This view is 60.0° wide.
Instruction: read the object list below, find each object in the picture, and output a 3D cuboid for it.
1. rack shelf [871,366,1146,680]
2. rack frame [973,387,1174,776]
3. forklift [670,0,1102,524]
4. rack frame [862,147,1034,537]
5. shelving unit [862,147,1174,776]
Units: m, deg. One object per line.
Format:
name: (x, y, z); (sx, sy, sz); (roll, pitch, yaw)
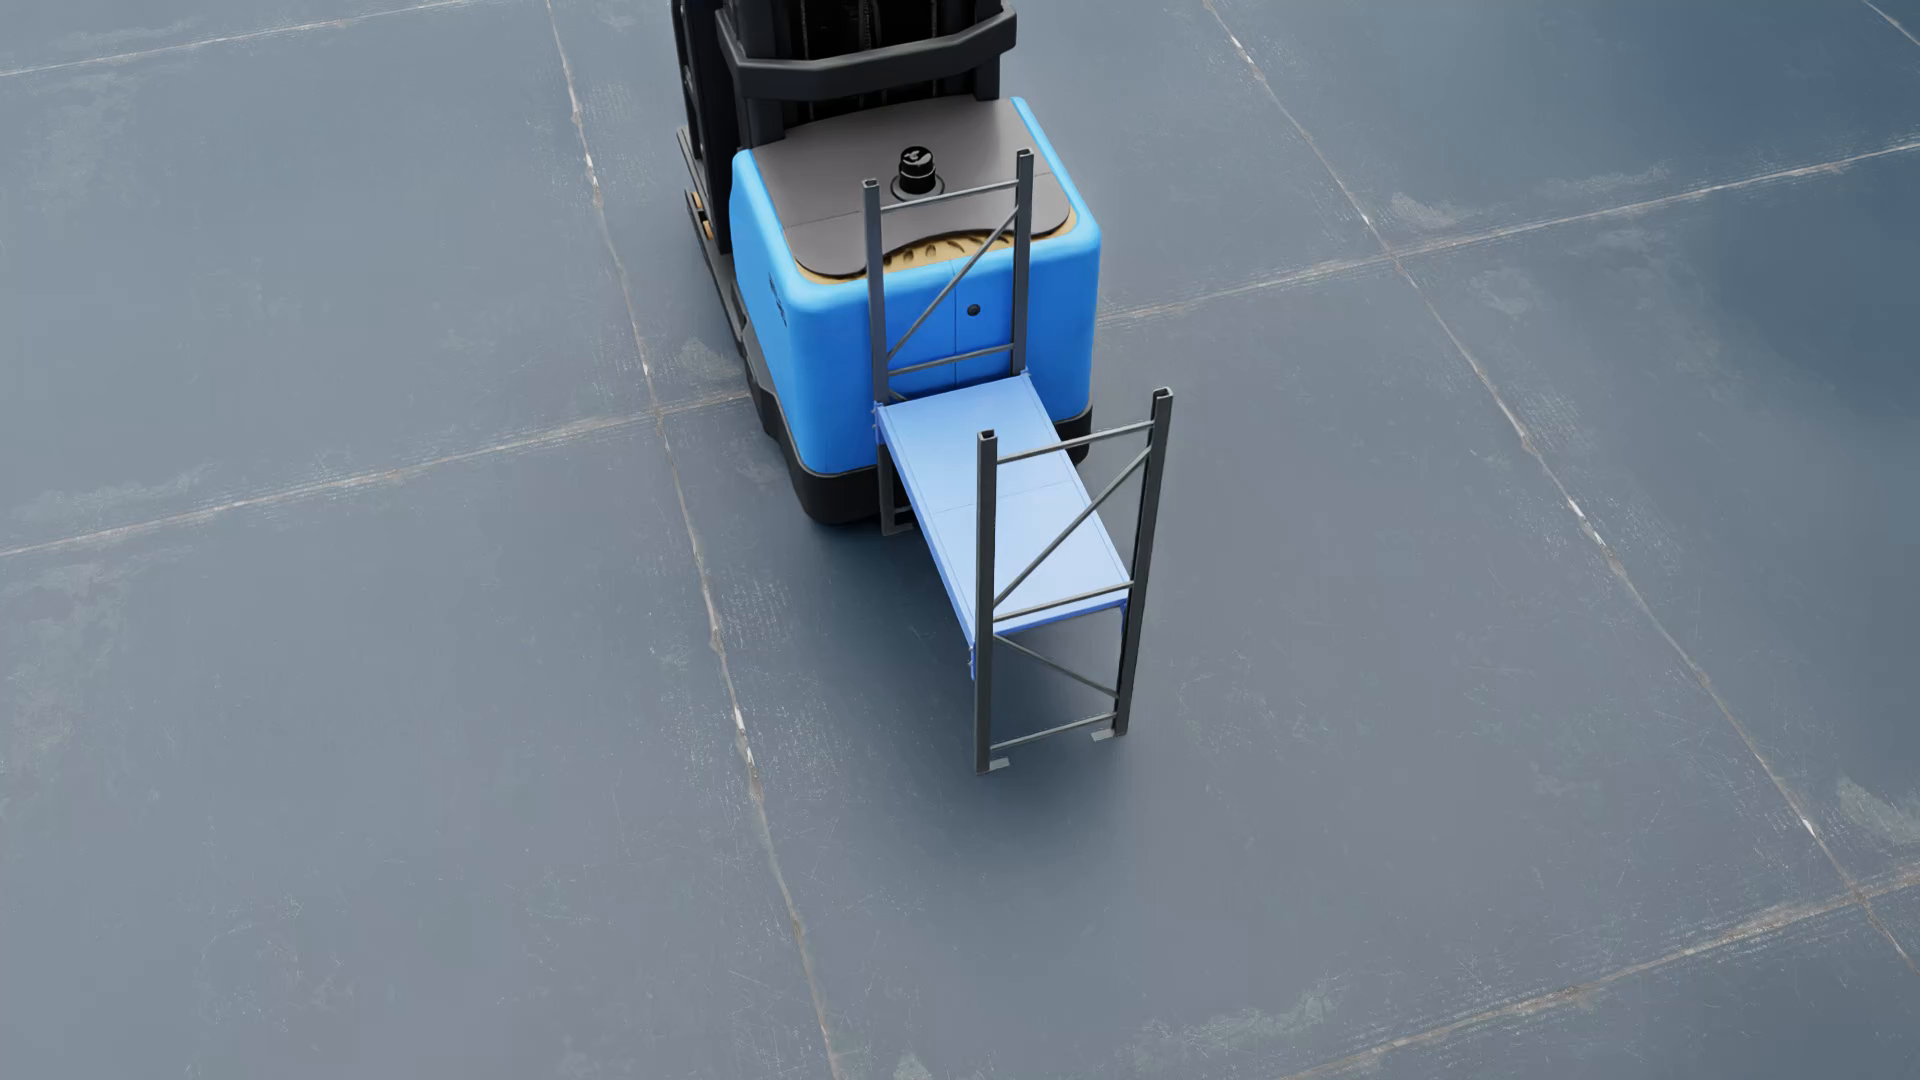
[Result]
rack shelf: (0.126, -0.079, 5.071); (0.538, 0.185, 1.000); (-14, 51, -12)
rack frame: (0.284, 0.175, 4.622); (0.500, 1.500, 0.032); (-14, 51, -12)
forklift: (-0.481, -2.156, 5.651); (1.130, 2.935, 3.031); (-14, 51, -12)
rack frame: (-0.032, -0.564, 5.244); (0.500, 1.500, 0.032); (-14, 51, -12)
shelving unit: (0.126, -0.195, 4.933); (0.538, 1.500, 1.048); (-14, 51, -12)
